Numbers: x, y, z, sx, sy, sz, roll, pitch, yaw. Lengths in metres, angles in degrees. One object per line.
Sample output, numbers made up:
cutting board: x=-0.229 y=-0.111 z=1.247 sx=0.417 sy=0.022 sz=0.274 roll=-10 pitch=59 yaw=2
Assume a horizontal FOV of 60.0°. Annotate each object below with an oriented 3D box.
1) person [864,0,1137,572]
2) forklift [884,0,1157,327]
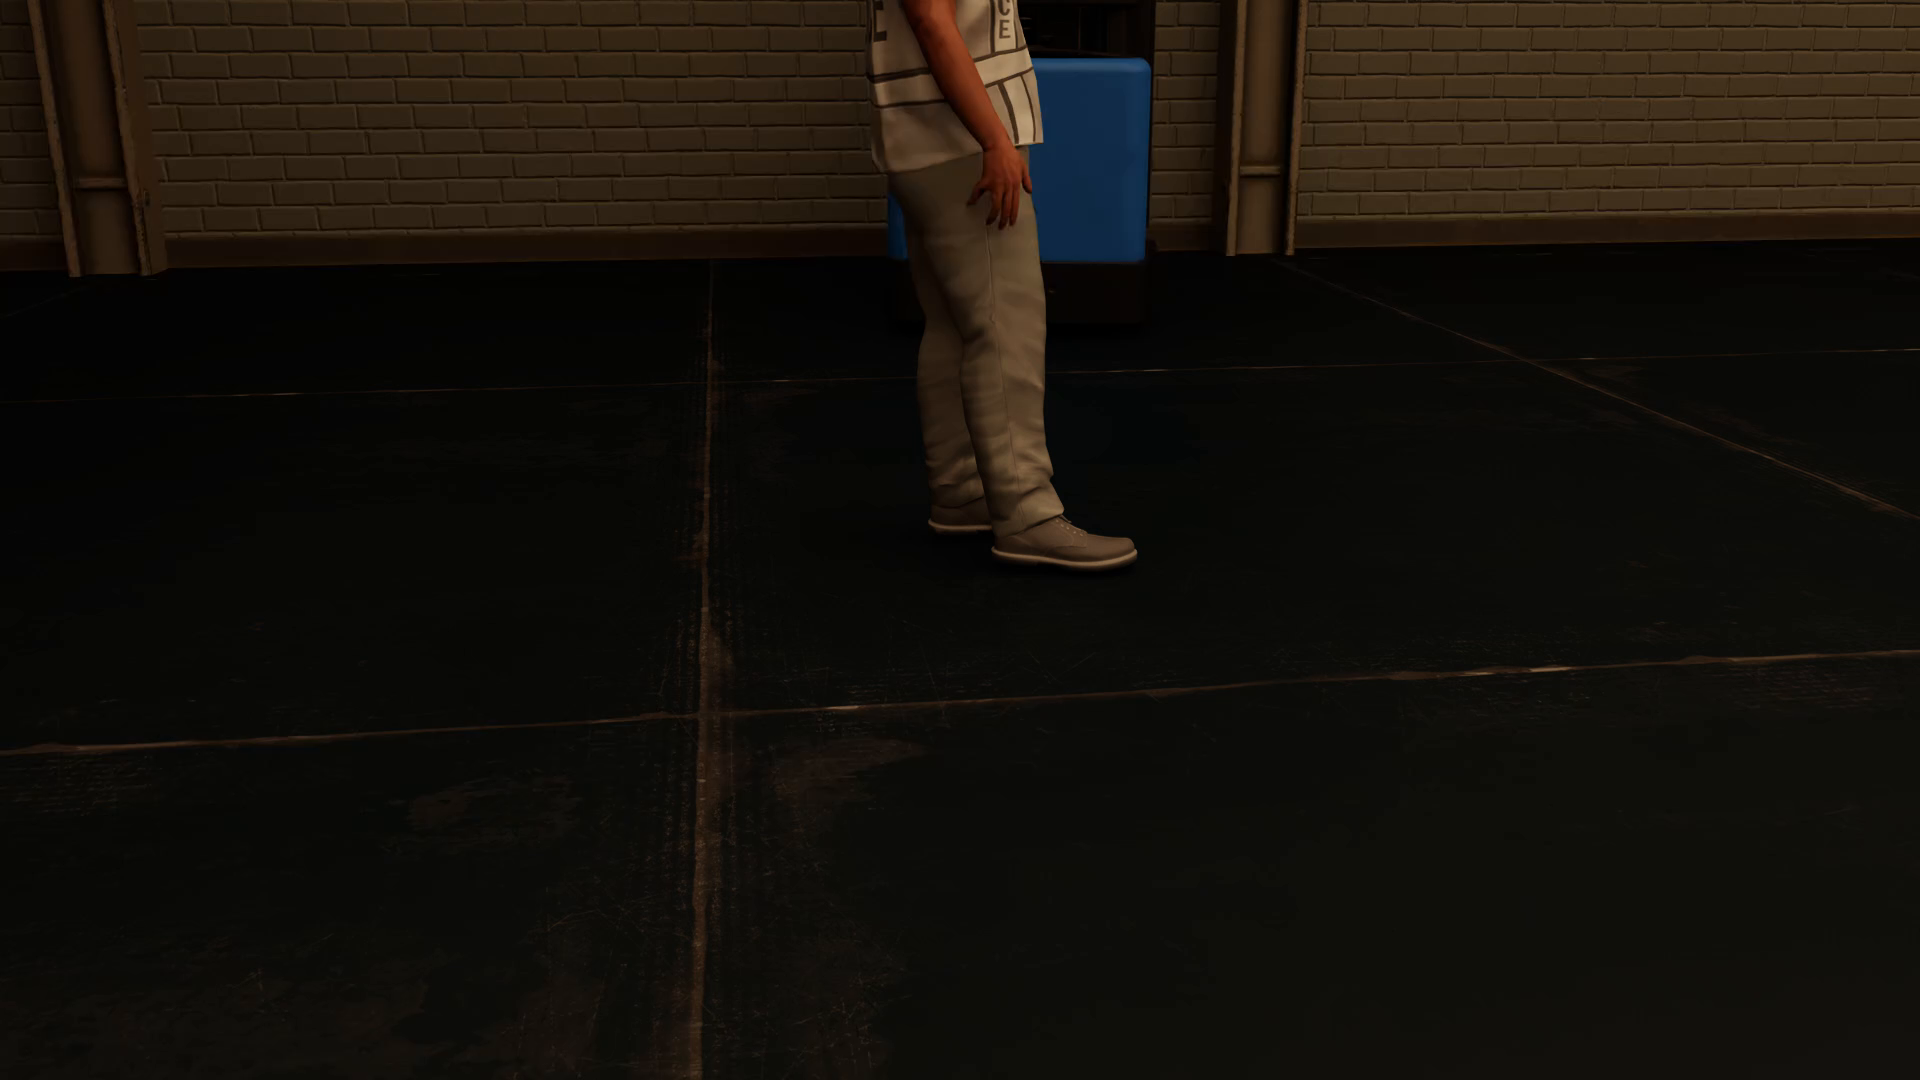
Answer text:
person: x=0.079 y=-0.861 z=3.706 sx=0.574 sy=1.780 sz=0.641 roll=-2 pitch=17 yaw=-8
forklift: x=0.353 y=-2.628 z=7.607 sx=1.130 sy=2.935 sz=3.031 roll=2 pitch=17 yaw=5
